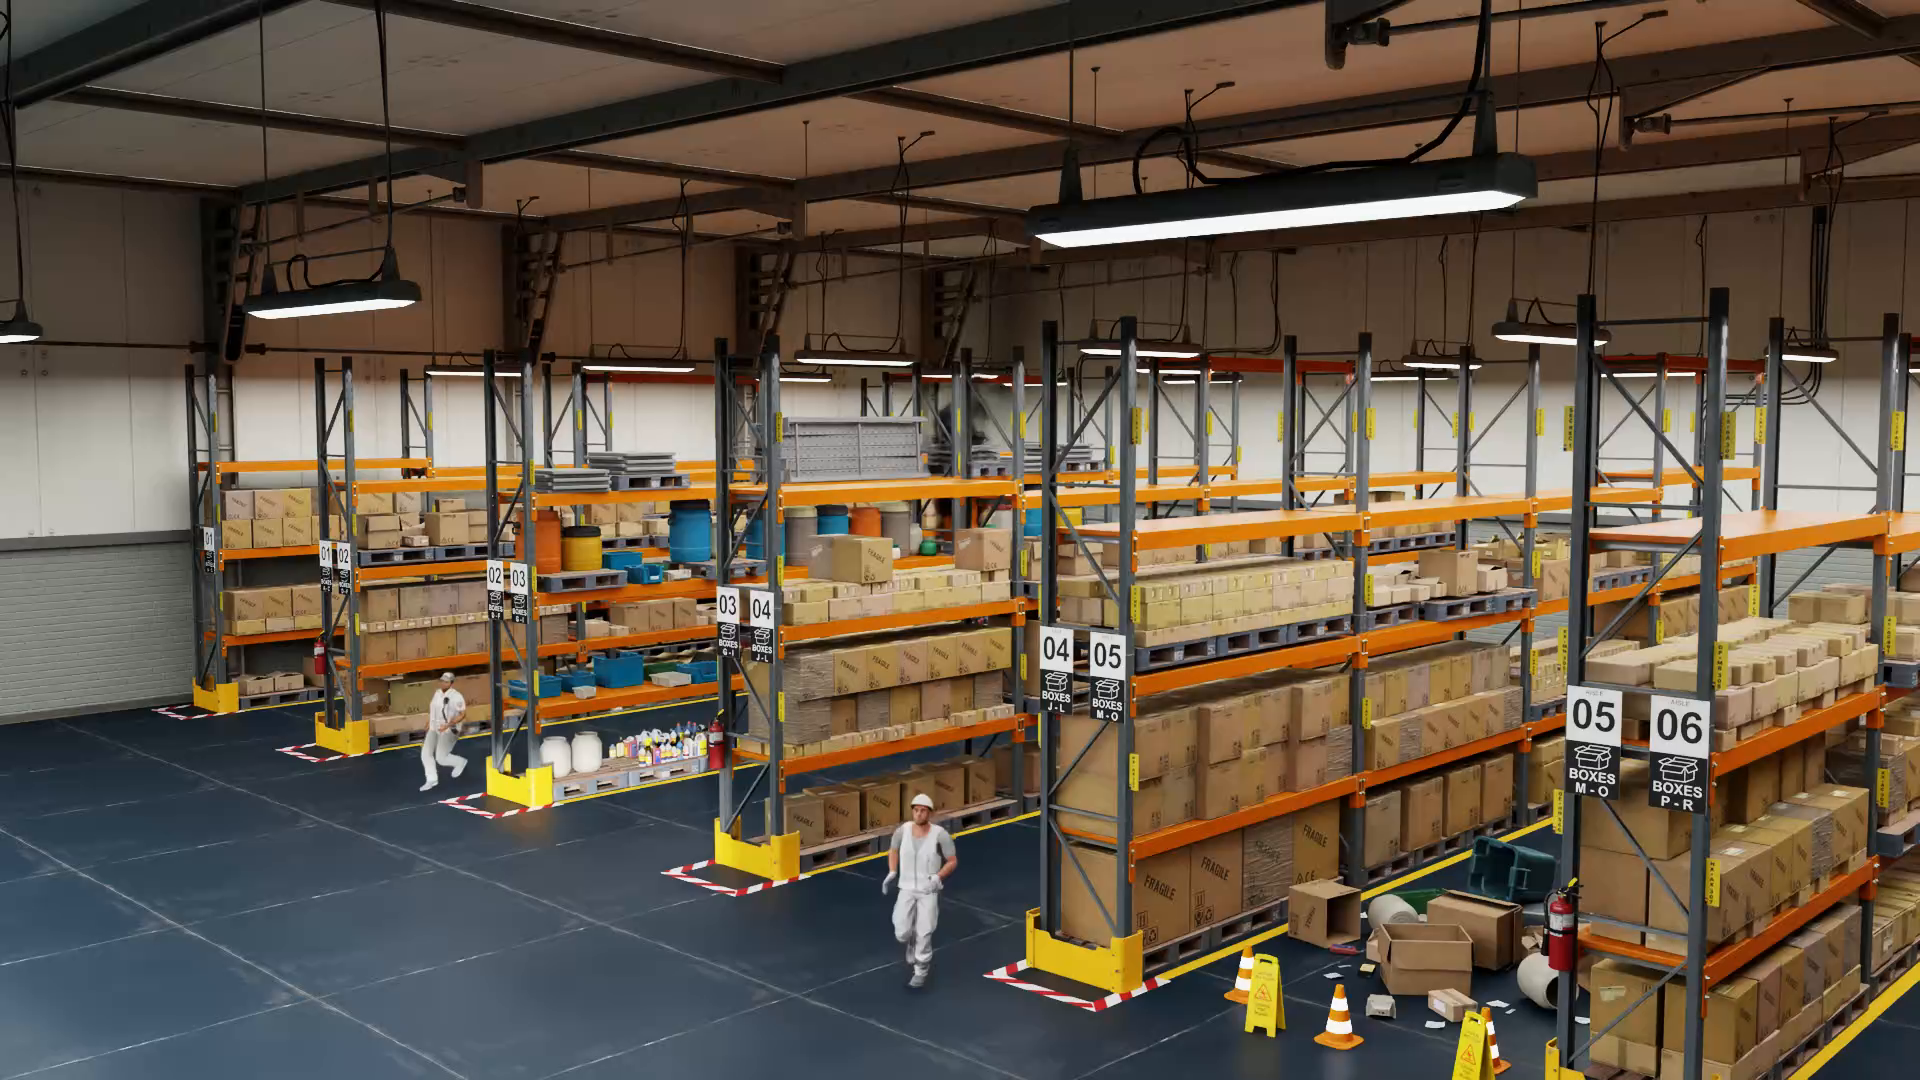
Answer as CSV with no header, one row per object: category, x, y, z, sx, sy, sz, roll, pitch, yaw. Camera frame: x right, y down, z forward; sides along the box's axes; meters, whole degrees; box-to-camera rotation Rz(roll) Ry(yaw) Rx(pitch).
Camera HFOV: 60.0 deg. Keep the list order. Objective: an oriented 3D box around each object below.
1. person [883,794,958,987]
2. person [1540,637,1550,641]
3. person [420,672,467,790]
person,-0.365,3.152,14.980,0.676,1.737,0.602,1,5,14
person,9.051,2.344,25.785,0.644,1.694,0.605,4,6,45
person,-7.068,2.622,22.932,0.646,1.635,0.682,3,5,30
